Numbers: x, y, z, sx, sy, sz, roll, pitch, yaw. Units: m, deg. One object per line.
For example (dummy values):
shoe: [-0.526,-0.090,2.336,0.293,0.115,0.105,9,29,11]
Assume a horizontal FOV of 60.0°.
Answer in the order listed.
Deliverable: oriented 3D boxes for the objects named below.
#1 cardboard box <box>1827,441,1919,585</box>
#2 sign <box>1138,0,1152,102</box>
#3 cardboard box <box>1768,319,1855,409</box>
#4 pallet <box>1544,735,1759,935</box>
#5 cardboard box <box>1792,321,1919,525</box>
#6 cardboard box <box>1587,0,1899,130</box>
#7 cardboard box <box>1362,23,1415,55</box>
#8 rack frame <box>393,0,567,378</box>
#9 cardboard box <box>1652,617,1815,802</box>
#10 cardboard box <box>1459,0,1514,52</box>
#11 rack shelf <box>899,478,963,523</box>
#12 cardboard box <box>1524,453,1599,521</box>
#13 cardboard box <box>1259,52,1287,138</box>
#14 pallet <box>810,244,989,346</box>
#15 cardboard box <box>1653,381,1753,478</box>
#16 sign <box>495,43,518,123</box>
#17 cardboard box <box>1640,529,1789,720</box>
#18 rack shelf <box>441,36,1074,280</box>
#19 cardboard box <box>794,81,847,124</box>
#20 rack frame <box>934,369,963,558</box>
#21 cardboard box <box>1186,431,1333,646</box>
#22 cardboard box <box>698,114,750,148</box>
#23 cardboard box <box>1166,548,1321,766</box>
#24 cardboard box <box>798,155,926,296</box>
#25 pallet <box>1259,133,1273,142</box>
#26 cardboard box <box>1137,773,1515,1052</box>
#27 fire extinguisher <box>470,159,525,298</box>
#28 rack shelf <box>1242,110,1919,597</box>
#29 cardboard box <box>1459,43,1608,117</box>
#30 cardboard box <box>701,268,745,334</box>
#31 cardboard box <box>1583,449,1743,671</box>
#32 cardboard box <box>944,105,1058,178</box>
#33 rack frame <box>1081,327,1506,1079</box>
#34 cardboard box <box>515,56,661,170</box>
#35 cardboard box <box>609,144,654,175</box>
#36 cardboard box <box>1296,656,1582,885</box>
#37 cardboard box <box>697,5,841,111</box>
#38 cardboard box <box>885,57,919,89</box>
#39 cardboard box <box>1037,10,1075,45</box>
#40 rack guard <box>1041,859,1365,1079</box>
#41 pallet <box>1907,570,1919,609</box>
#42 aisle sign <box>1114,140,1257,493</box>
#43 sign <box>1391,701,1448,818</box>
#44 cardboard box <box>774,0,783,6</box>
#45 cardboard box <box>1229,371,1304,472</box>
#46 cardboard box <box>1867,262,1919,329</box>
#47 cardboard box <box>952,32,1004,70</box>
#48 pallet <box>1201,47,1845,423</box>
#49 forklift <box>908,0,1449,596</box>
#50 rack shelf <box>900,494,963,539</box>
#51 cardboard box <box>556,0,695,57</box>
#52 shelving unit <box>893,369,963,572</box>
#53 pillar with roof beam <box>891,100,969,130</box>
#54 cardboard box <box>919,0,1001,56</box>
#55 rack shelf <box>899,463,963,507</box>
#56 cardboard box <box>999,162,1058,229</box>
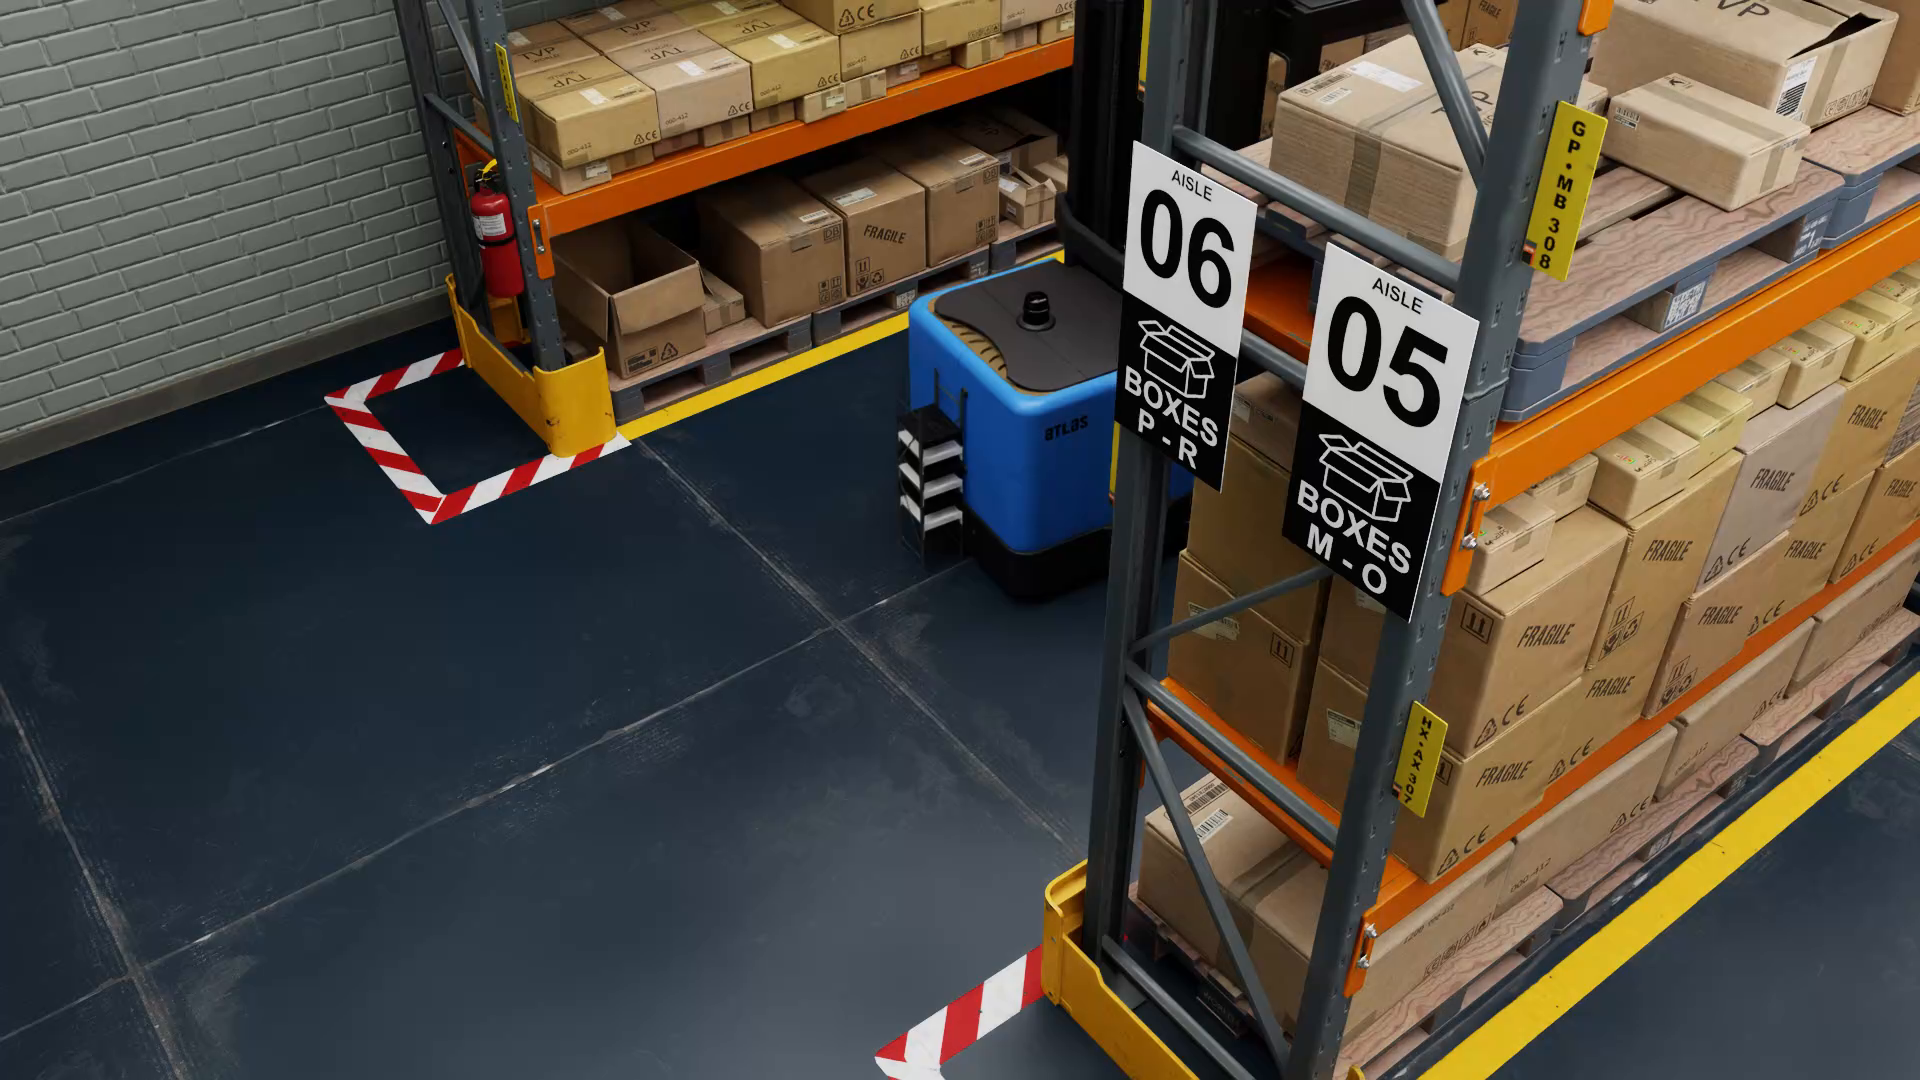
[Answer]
cardboard box: [2.934,-0.260,5.623,0.500,0.500,0.500,-27,46,-29]
sign: [0.449,-1.136,3.769,0.005,0.325,0.100,-26,46,-28]
cardboard box: [2.256,-0.554,4.682,0.250,0.149,0.380,-26,46,-28]
pallet: [2.321,0.874,6.518,1.213,0.211,1.003,-26,46,-28]
cardboard box: [2.526,-0.453,5.070,0.500,0.500,0.500,-26,46,-28]
cardboard box: [1.986,-1.266,4.224,0.500,0.311,0.500,-25,46,-27]
cardboard box: [2.663,-3.296,11.042,0.500,0.500,0.500,-28,47,-30]
rack frame: [-2.259,-1.881,7.678,0.127,3.000,1.000,-26,46,-28]
cardboard box: [2.667,0.431,6.549,0.875,0.438,0.875,-27,47,-29]
cardboard box: [3.476,-3.709,11.546,0.500,0.500,0.500,-27,46,-29]
rack shelf: [-0.137,-0.204,7.484,0.200,0.077,0.258,-20,44,-23]
cardboard box: [1.383,-0.198,4.247,0.250,0.149,0.380,-25,45,-27]
cardboard box: [1.849,-2.908,10.569,0.500,0.500,0.500,-27,46,-29]
pallet: [-0.601,-1.610,9.546,1.213,0.211,1.003,-26,46,-28]
cardboard box: [1.857,-0.351,4.434,0.250,0.149,0.380,-28,47,-29]
sign: [-1.929,-1.943,7.071,0.005,0.325,0.100,-26,46,-28]
cardboard box: [2.122,0.137,5.139,0.500,0.500,0.500,-26,46,-28]
rack shelf: [-0.673,-2.376,8.849,4.000,0.370,1.077,-26,46,-28]
cardboard box: [-0.780,-2.246,8.321,0.250,0.149,0.380,-27,47,-29]
rack frame: [-0.049,-0.332,7.445,0.006,0.900,0.240,-20,44,-23]
cardboard box: [1.005,-0.118,4.661,0.500,0.500,0.500,-24,45,-27]
cardboard box: [-1.233,-2.081,8.119,0.250,0.149,0.380,-25,45,-27]
cardboard box: [0.989,0.255,4.995,0.500,0.500,0.500,-26,46,-28]
cardboard box: [-0.535,-1.731,9.134,0.500,0.500,0.500,-25,46,-27]
pallet: [1.534,-2.682,10.853,1.213,0.211,1.003,-26,46,-28]
cardboard box: [1.231,1.136,5.689,0.875,0.438,0.875,-28,47,-29]
fire extinguisher: [-2.094,-1.418,7.468,0.183,0.674,0.296,-26,46,-28]
rack shelf: [2.354,-1.041,4.856,4.000,0.370,1.077,-26,46,-28]
cardboard box: [1.354,-1.072,4.114,0.250,0.149,0.380,-30,48,-31]
cardboard box: [-1.356,-1.275,8.855,0.250,0.149,0.380,-28,47,-30]
cardboard box: [1.728,-0.057,4.587,0.500,0.500,0.500,-27,47,-29]
cardboard box: [0.244,-2.413,10.116,0.500,0.311,0.500,-24,45,-27]
rack frame: [0.768,0.614,4.637,0.127,3.000,1.000,-26,46,-28]
cardboard box: [-1.735,-1.978,7.680,0.500,0.250,0.500,-26,46,-28]
cardboard box: [-1.658,-1.895,7.893,0.250,0.149,0.380,-25,45,-27]
cardboard box: [1.324,0.534,4.655,0.500,0.500,0.500,-26,46,-28]
cardboard box: [-0.936,-2.371,8.158,0.500,0.250,0.500,-27,46,-29]
cardboard box: [-0.421,-2.492,8.621,0.250,0.149,0.380,-26,46,-28]
cardboard box: [0.429,-2.856,9.064,0.250,0.149,0.380,-25,45,-27]
rack guard: [0.749,1.589,5.419,0.348,0.500,1.175,-26,46,-28]
pallet: [4.506,-0.190,7.816,1.213,0.211,1.003,-26,46,-28]
aisle sign: [0.522,-0.520,3.969,0.004,0.787,0.394,-26,46,-28]
sign: [1.102,0.530,3.994,0.005,0.325,0.100,-26,46,-28]
cardboard box: [-0.836,-2.839,8.730,0.500,0.250,0.500,-26,46,-28]
cardboard box: [0.931,-0.302,4.374,0.250,0.149,0.380,-25,46,-28]
cardboard box: [2.652,-0.764,4.938,0.250,0.149,0.380,-26,46,-28]
cardboard box: [0.019,-2.655,8.819,0.250,0.149,0.380,-27,46,-29]
pallet: [1.350,-0.804,4.070,1.213,0.211,1.003,-26,46,-28]
forklift: [1.289,-1.578,7.363,3.031,2.935,1.130,-20,44,-23]
rack shelf: [-0.137,-0.135,7.541,0.200,0.077,0.258,-20,44,-23]
cardboard box: [-1.647,-2.448,8.253,0.500,0.250,0.500,-26,46,-28]
shelving unit: [-0.137,-0.299,7.406,0.210,0.900,0.258,-20,44,-23]
pillar with roof beam: [2.434,-3.766,5.245,0.400,9.000,9.100,-26,46,-28]
cardboard box: [-0.135,-2.777,8.654,0.500,0.250,0.500,-26,46,-28]
rack shelf: [-0.137,-0.274,7.427,0.200,0.077,0.258,-20,44,-23]
cardboard box: [0.366,-2.031,9.686,0.258,0.266,0.396,-24,45,-27]
